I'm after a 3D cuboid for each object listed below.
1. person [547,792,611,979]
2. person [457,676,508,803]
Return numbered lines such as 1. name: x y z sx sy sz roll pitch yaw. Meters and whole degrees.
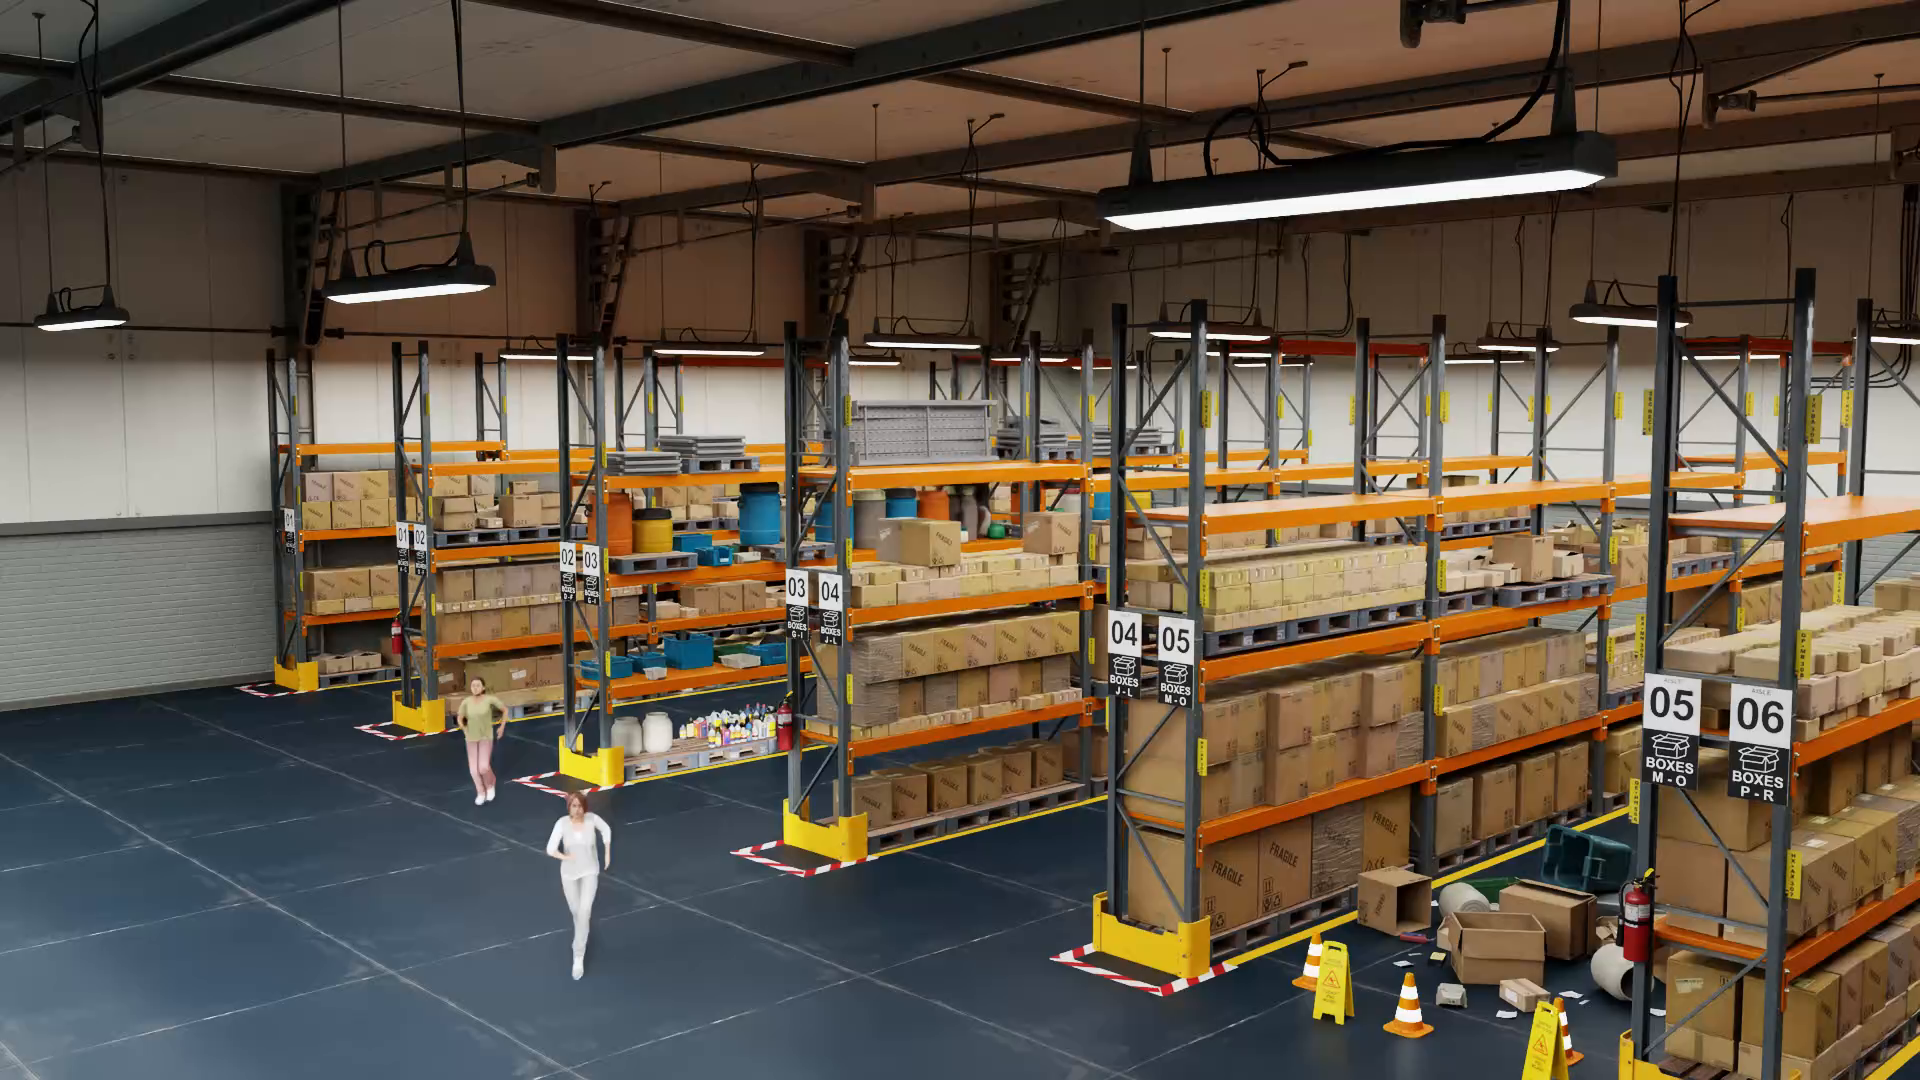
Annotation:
1. person: -3.461 3.063 15.136 0.562 1.616 0.892 -1 5 -10
2. person: -6.042 2.528 20.965 0.600 1.633 0.573 0 5 -3
